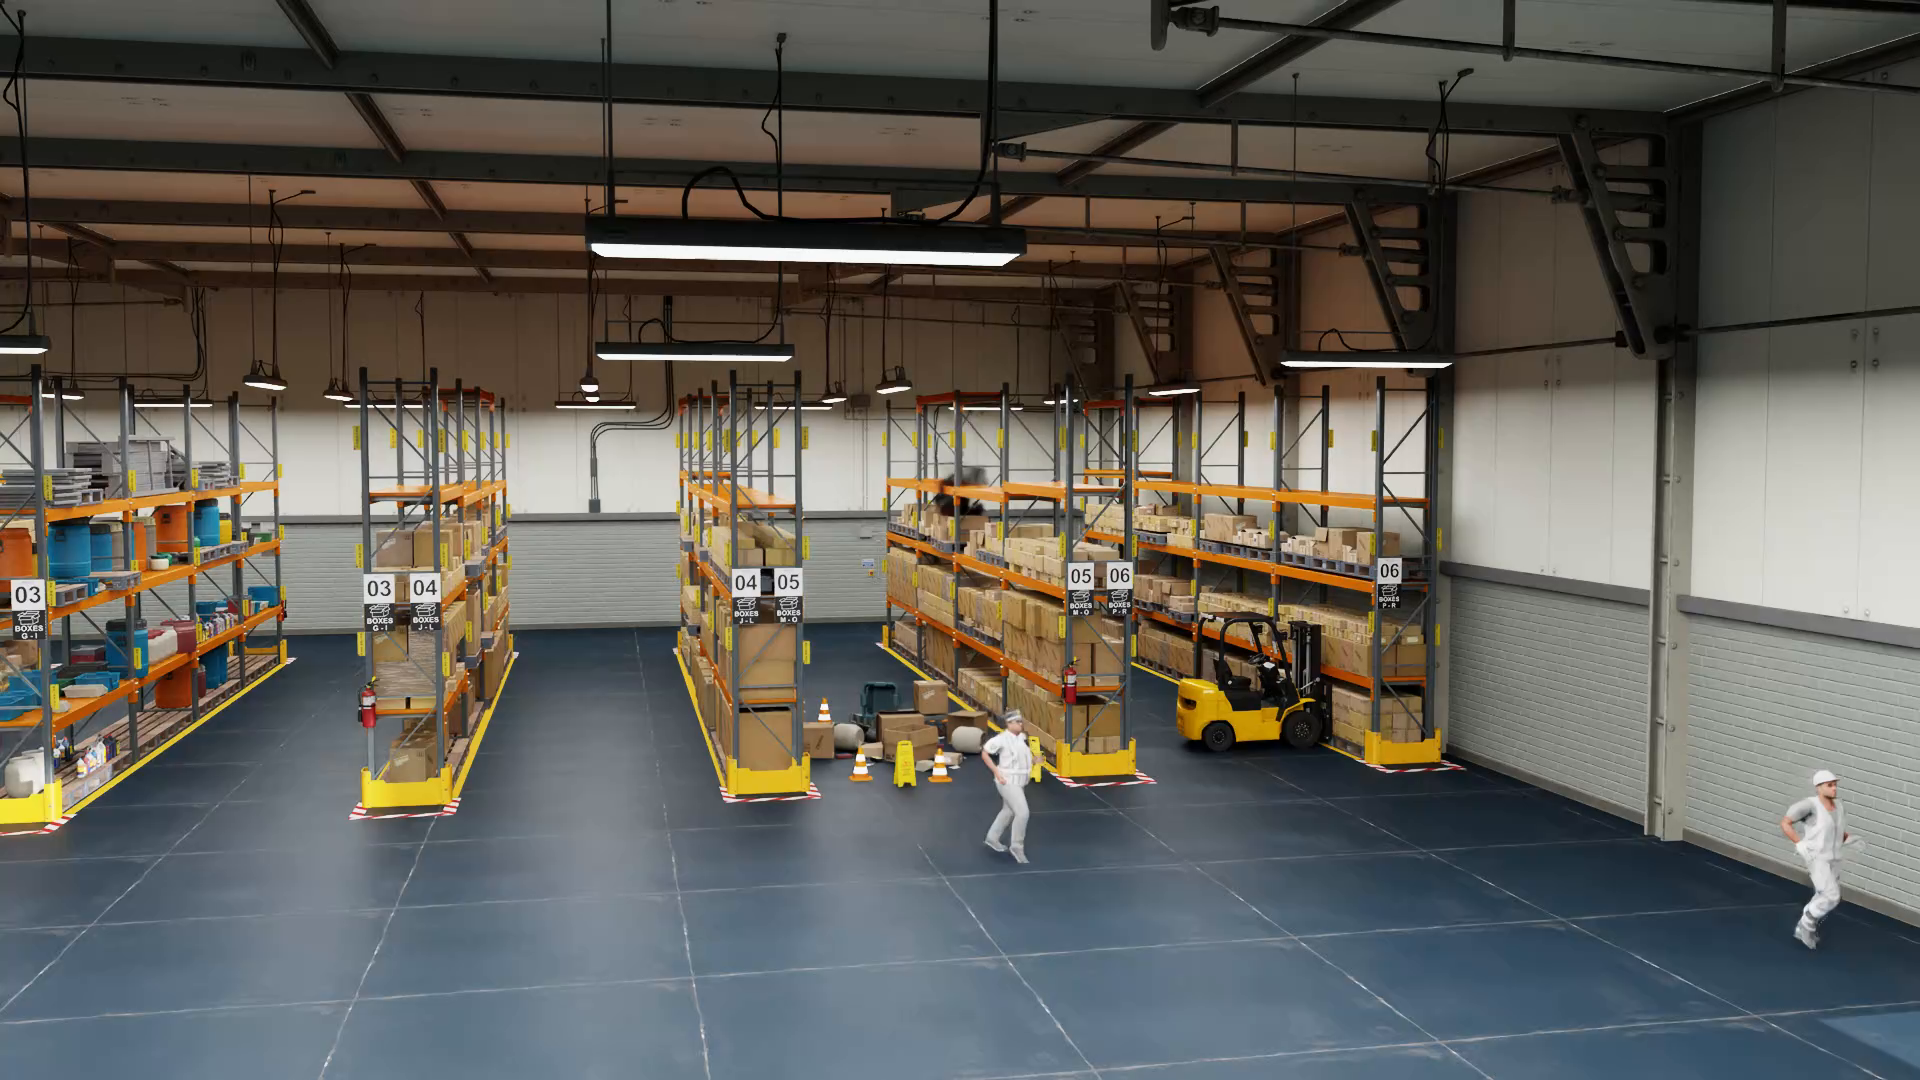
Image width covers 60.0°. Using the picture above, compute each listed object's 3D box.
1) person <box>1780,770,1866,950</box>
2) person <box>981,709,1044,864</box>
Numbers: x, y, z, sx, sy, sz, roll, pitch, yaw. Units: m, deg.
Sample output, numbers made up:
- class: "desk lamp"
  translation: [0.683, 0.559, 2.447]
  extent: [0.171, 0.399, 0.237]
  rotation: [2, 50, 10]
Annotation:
- class: "person"
  translation: [8.485, 3.142, 16.300]
  extent: [0.632, 1.762, 0.655]
  rotation: [-1, 4, -22]
- class: "person"
  translation: [0.628, 2.943, 19.929]
  extent: [0.797, 1.851, 0.636]
  rotation: [2, 4, 30]
